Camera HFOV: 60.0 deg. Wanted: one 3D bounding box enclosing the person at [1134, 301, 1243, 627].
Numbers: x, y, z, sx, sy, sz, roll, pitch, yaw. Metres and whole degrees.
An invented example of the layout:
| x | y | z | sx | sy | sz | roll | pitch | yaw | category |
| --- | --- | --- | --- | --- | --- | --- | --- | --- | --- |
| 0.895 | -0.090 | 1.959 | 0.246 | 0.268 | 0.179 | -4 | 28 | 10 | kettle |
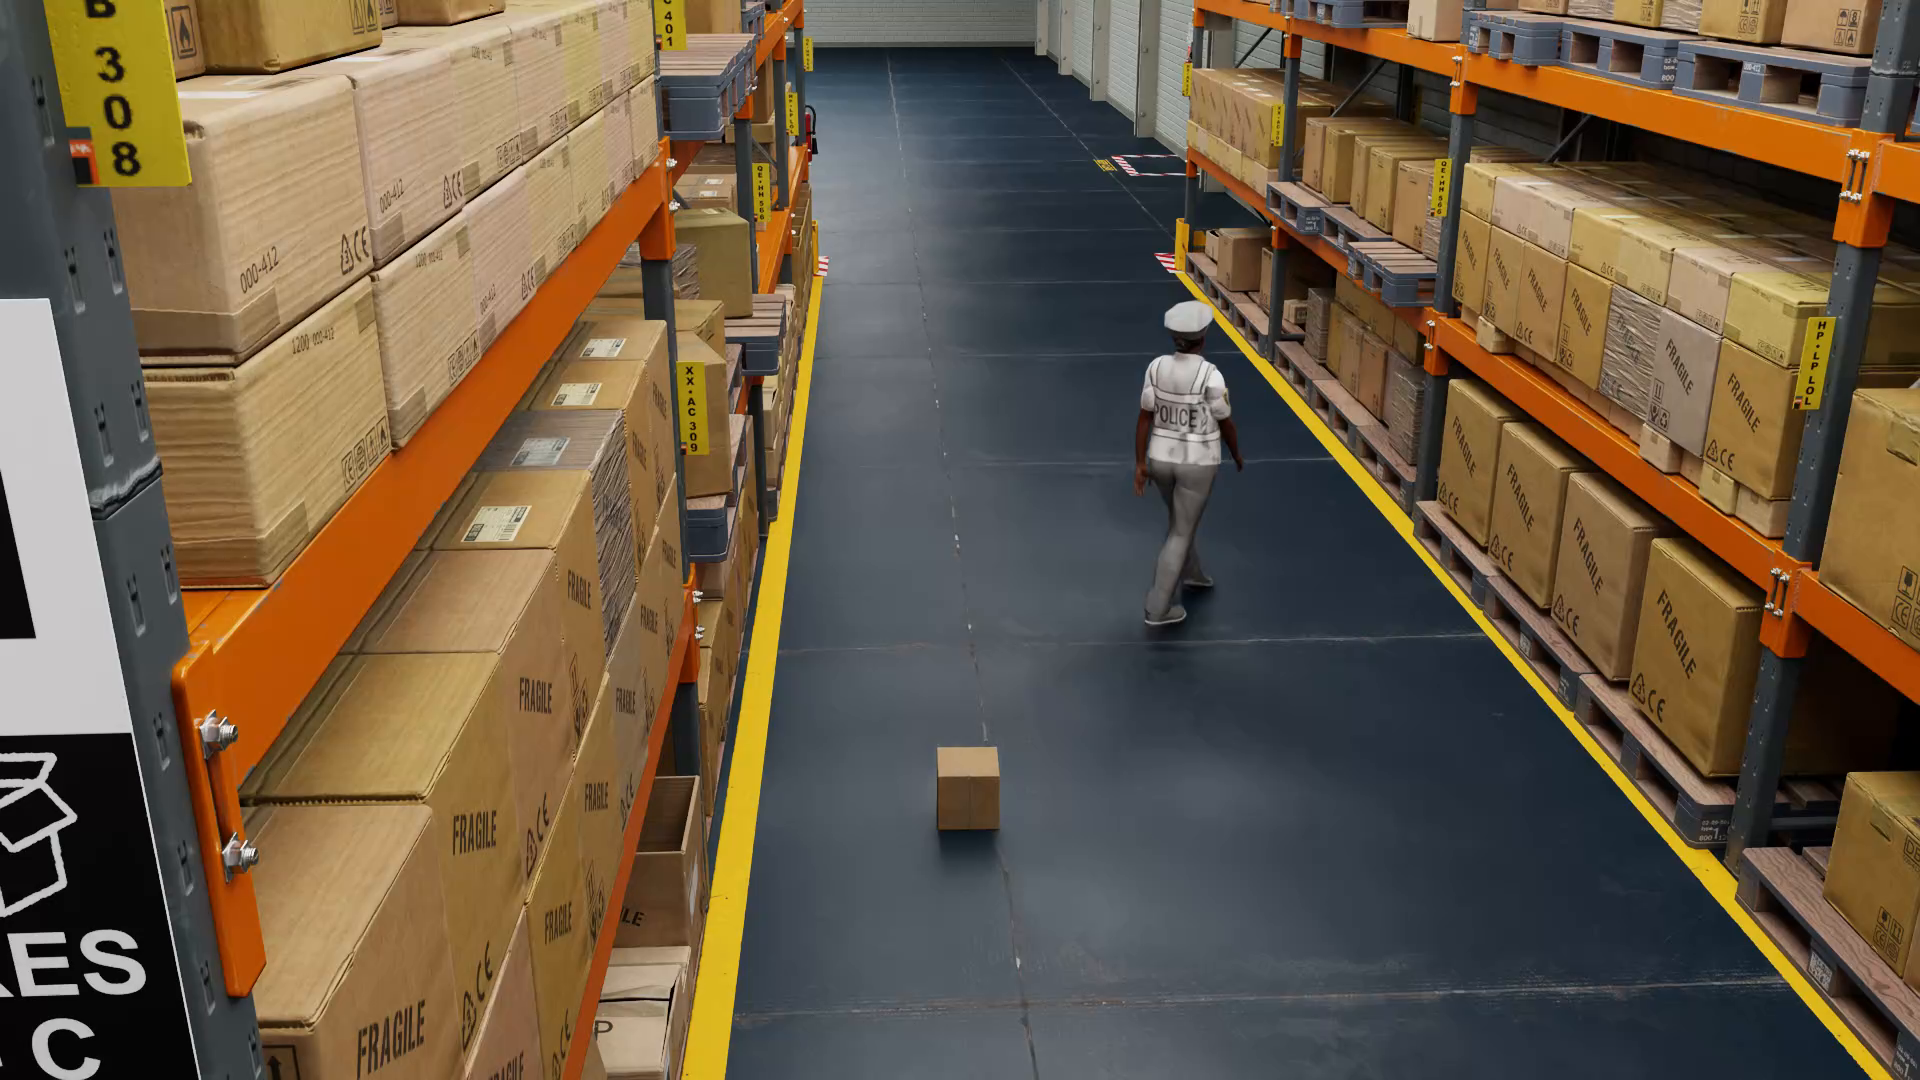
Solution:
| x | y | z | sx | sy | sz | roll | pitch | yaw | category |
| --- | --- | --- | --- | --- | --- | --- | --- | --- | --- |
| 1.207 | -0.412 | 8.646 | 0.457 | 1.691 | 0.855 | 16 | 26 | 37 | person |
